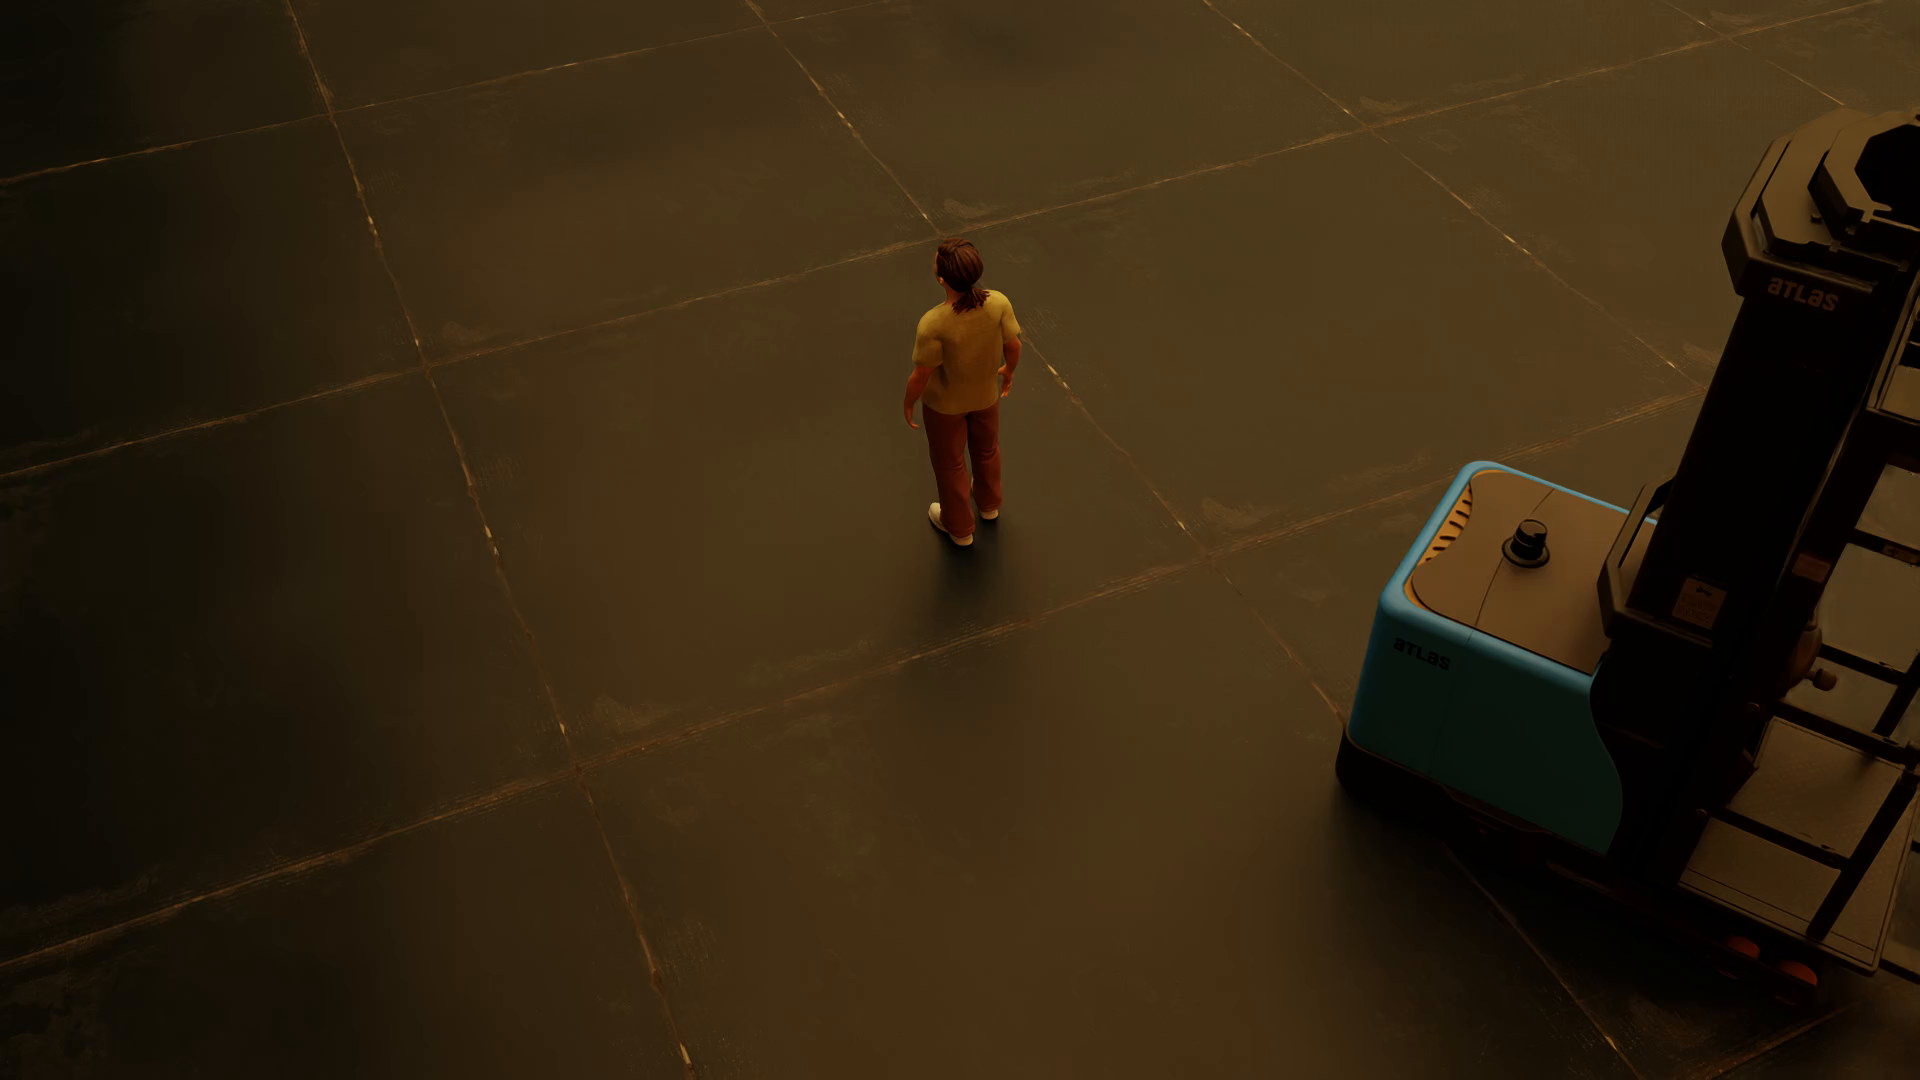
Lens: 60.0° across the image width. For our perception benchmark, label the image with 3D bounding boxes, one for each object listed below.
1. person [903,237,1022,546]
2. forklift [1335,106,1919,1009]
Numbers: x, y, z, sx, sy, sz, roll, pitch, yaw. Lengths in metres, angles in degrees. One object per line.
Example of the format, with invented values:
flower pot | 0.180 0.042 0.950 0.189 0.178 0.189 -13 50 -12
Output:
person | -0.020 -0.667 7.304 0.553 1.673 0.548 -18 46 -18
forklift | 3.036 0.192 5.474 3.031 2.935 1.130 24 48 23
